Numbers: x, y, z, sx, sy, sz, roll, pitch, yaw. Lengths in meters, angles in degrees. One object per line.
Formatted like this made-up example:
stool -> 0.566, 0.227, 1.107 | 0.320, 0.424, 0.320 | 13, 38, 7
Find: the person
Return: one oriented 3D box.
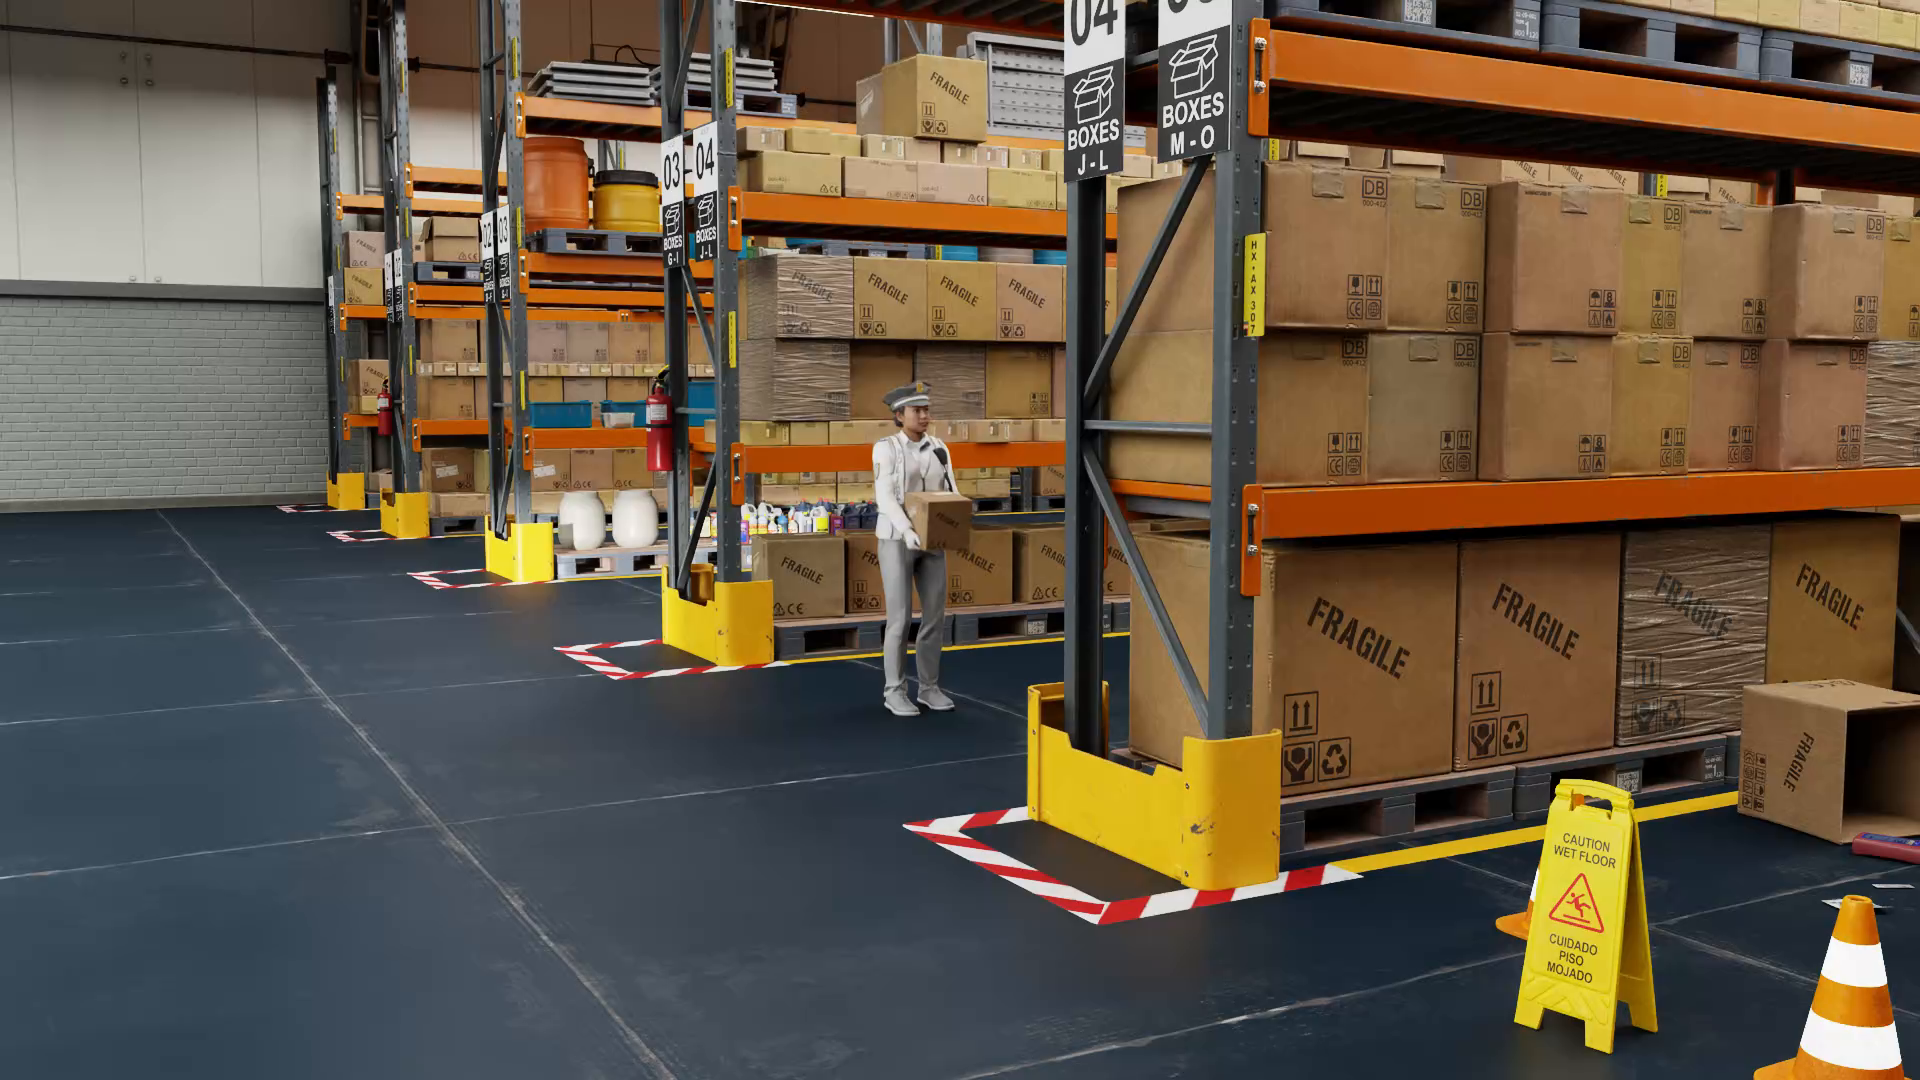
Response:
person -> -0.202, 0.039, 8.457 | 0.453, 1.691, 0.523 | -3, 6, -29
